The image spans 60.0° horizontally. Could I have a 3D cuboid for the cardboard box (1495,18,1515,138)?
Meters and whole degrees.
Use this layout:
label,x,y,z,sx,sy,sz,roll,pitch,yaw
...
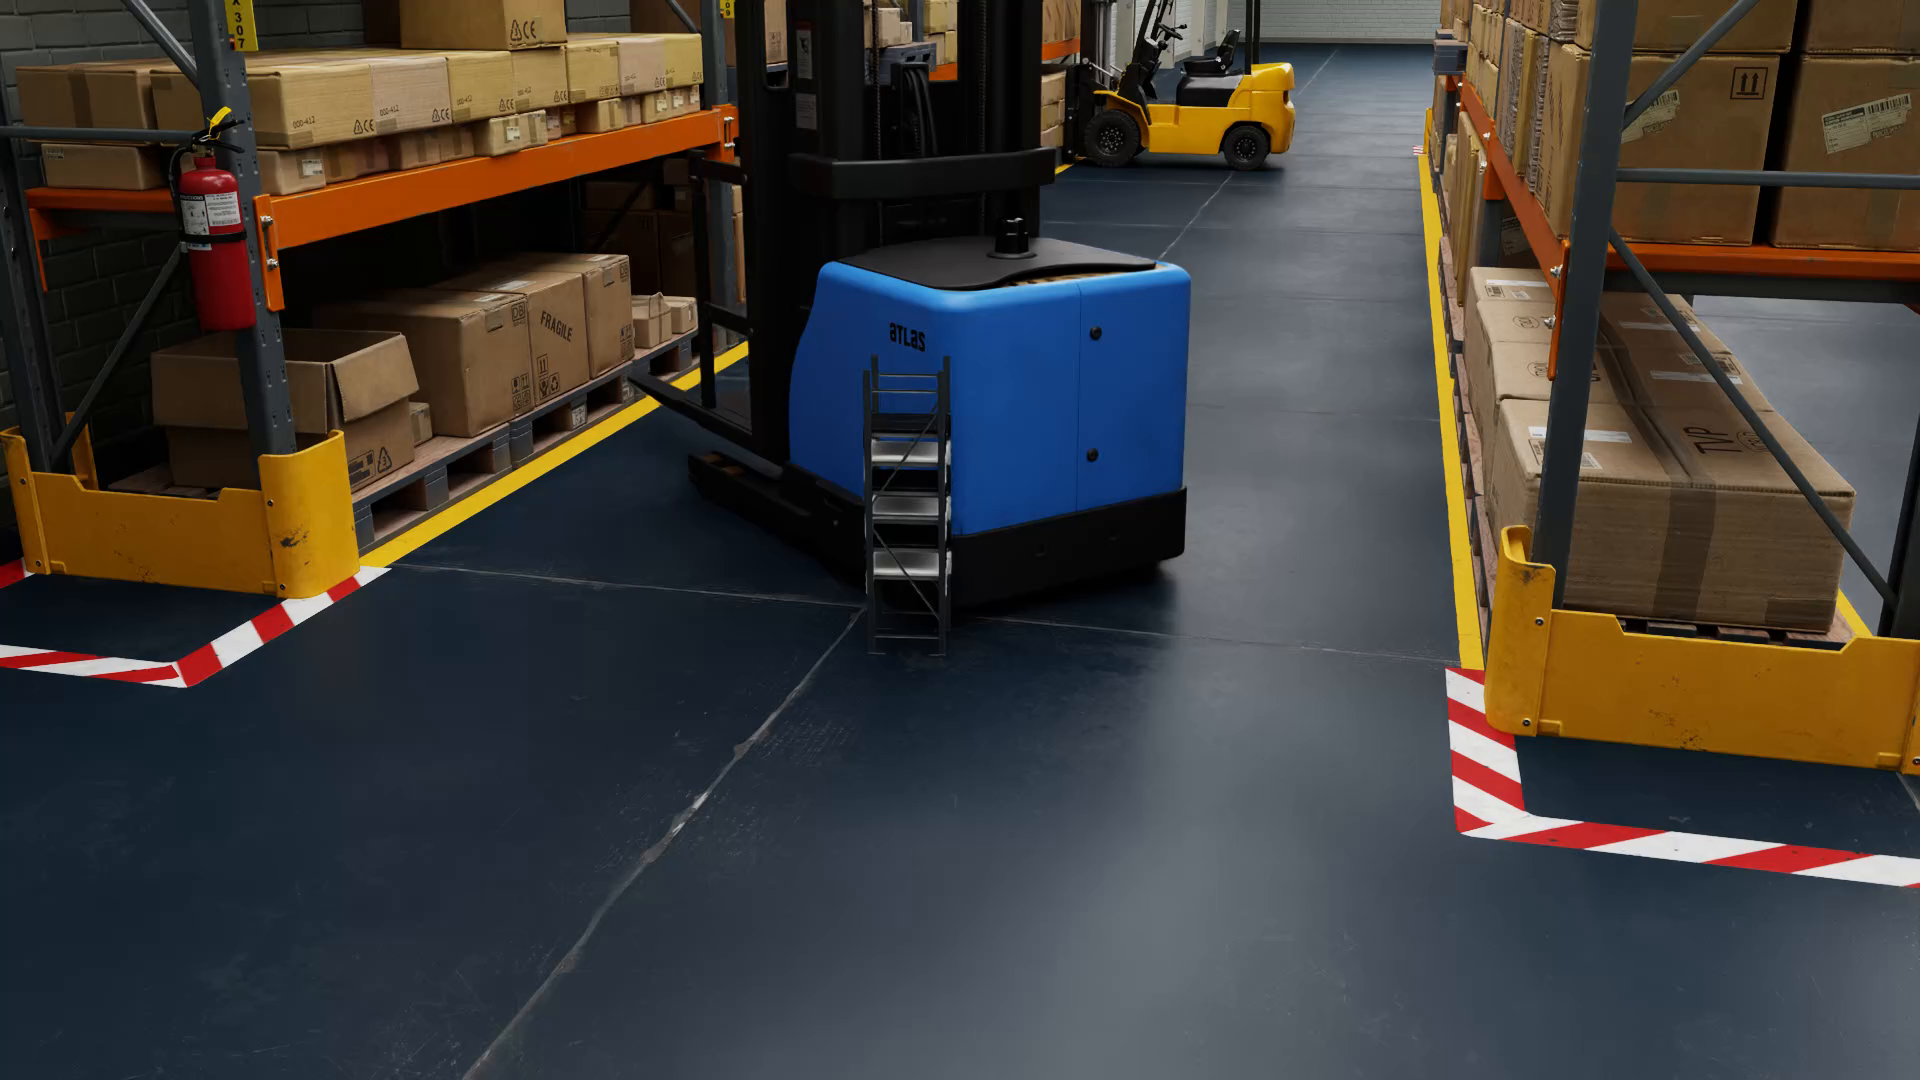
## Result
label,x,y,z,sx,sy,sz,roll,pitch,yaw
cardboard box,2.693,-2.075,7.468,0.500,0.500,0.500,5,20,15

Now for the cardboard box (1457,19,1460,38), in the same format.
label,x,y,z,sx,sy,sz,roll,pitch,yaw
cardboard box,3.974,-3.860,12.586,0.380,0.149,0.250,4,19,11

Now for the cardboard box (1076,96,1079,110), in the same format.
label,x,y,z,sx,sy,sz,roll,pitch,yaw
cardboard box,1.125,-4.943,18.851,0.500,0.250,0.500,4,19,12

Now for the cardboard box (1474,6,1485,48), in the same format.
label,x,y,z,sx,sy,sz,roll,pitch,yaw
cardboard box,3.415,-3.117,10.132,0.500,0.250,0.500,5,19,13

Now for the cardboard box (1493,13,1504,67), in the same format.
label,x,y,z,sx,sy,sz,roll,pitch,yaw
cardboard box,2.934,-2.477,8.259,0.500,0.250,0.500,5,19,13

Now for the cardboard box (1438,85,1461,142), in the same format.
label,x,y,z,sx,sy,sz,roll,pitch,yaw
cardboard box,4.901,-4.121,16.056,0.500,0.500,0.500,4,19,13

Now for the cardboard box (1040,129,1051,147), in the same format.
label,x,y,z,sx,sy,sz,roll,pitch,yaw
cardboard box,0.641,-4.076,17.084,0.500,0.250,0.500,5,19,14

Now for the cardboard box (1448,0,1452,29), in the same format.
label,x,y,z,sx,sy,sz,roll,pitch,yaw
cardboard box,5.003,-5.171,16.070,0.500,0.500,0.500,5,20,15

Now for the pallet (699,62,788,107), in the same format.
label,x,y,z,sx,sy,sz,roll,pitch,yaw
pallet,-1.451,-2.696,9.738,1.003,0.211,1.213,5,19,13

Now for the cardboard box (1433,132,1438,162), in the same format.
label,x,y,z,sx,sy,sz,roll,pitch,yaw
cardboard box,5.020,-3.934,16.668,0.500,0.250,0.500,4,19,12

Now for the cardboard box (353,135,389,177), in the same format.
label,x,y,z,sx,sy,sz,roll,pitch,yaw
cardboard box,-2.336,-1.422,6.100,0.380,0.149,0.250,4,19,13

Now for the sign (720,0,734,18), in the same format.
label,x,y,z,sx,sy,sz,roll,pitch,yaw
sign,-1.224,-2.914,8.740,0.100,0.325,0.005,5,19,13

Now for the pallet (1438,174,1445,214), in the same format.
label,x,y,z,sx,sy,sz,roll,pitch,yaw
pallet,4.827,-3.098,14.931,1.003,0.211,1.213,5,19,13

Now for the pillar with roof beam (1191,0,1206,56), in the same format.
label,x,y,z,sx,sy,sz,roll,pitch,yaw
pillar with roof beam,10.174,-16.181,39.638,9.100,9.000,0.400,5,19,13

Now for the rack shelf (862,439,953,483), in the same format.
label,x,y,z,sx,sy,sz,roll,pitch,yaw
rack shelf,-0.157,-0.241,5.047,0.258,0.077,0.200,1,19,4

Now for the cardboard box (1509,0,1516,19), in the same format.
label,x,y,z,sx,sy,sz,roll,pitch,yaw
cardboard box,2.710,-2.545,7.296,0.500,0.500,0.500,5,19,14

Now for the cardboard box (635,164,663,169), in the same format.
label,x,y,z,sx,sy,sz,roll,pitch,yaw
cardboard box,-1.795,-2.248,10.343,0.380,0.149,0.250,4,19,11

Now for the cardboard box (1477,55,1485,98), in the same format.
label,x,y,z,sx,sy,sz,roll,pitch,yaw
cardboard box,3.316,-2.722,9.749,0.500,0.250,0.500,5,19,13

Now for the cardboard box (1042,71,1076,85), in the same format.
label,x,y,z,sx,sy,sz,roll,pitch,yaw
cardboard box,1.006,-5.030,18.332,0.500,0.250,0.500,4,19,12

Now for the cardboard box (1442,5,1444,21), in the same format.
label,x,y,z,sx,sy,sz,roll,pitch,yaw
cardboard box,5.485,-5.815,17.955,0.500,0.500,0.500,5,20,15

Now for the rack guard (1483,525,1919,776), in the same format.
label,x,y,z,sx,sy,sz,roll,pitch,yaw
rack guard,2.078,0.290,4.566,1.175,0.500,0.348,5,19,13

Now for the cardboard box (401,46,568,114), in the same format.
label,x,y,z,sx,sy,sz,roll,pitch,yaw
cardboard box,-2.010,-1.961,7.061,0.500,0.250,0.500,4,19,12

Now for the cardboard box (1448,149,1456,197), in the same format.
label,x,y,z,sx,sy,sz,roll,pitch,yaw
cardboard box,4.550,-3.009,13.772,0.950,0.372,0.625,5,20,15

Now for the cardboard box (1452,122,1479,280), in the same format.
label,x,y,z,sx,sy,sz,roll,pitch,yaw
cardboard box,3.568,-2.112,10.368,0.875,0.875,0.875,5,19,14

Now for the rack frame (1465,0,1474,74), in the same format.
label,x,y,z,sx,sy,sz,roll,pitch,yaw
rack frame,4.039,-3.408,11.525,1.000,3.000,0.127,5,19,13

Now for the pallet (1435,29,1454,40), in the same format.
label,x,y,z,sx,sy,sz,roll,pitch,yaw
pallet,4.688,-4.343,14.559,1.003,0.211,1.213,5,19,13

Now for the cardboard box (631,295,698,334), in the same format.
label,x,y,z,sx,sy,sz,roll,pitch,yaw
cardboard box,-1.604,-1.197,8.812,0.380,0.149,0.250,4,19,12

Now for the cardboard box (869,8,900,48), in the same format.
label,x,y,z,sx,sy,sz,roll,pitch,yaw
cardboard box,-0.719,-3.570,11.583,0.500,0.250,0.500,4,19,11

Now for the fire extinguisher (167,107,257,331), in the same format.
label,x,y,z,sx,sy,sz,roll,pitch,yaw
fire extinguisher,-2.318,-0.996,5.159,0.296,0.674,0.183,5,19,13

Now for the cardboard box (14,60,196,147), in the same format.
label,x,y,z,sx,sy,sz,roll,pitch,yaw
cardboard box,-2.875,-1.526,5.788,0.500,0.250,0.500,5,20,15

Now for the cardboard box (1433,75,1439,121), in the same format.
label,x,y,z,sx,sy,sz,roll,pitch,yaw
cardboard box,5.400,-4.765,17.942,0.500,0.500,0.500,4,19,11

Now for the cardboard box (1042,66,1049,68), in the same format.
label,x,y,z,sx,sy,sz,roll,pitch,yaw
cardboard box,0.760,-5.385,19.369,0.500,0.250,0.500,5,19,13

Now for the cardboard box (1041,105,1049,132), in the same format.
label,x,y,z,sx,sy,sz,roll,pitch,yaw
cardboard box,0.620,-4.314,17.008,0.500,0.250,0.500,5,19,13

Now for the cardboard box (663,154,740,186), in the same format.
label,x,y,z,sx,sy,sz,roll,pitch,yaw
cardboard box,-1.466,-2.105,9.464,0.380,0.149,0.250,4,19,12

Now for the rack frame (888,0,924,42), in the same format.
label,x,y,z,sx,sy,sz,roll,pitch,yaw
rack frame,-0.775,-3.799,12.669,1.000,3.000,0.127,5,19,13

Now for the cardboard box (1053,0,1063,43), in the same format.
label,x,y,z,sx,sy,sz,roll,pitch,yaw
cardboard box,0.798,-5.542,17.617,0.500,0.500,0.500,4,19,13

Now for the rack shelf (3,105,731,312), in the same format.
label,x,y,z,sx,sy,sz,roll,pitch,yaw
rack shelf,-2.241,-1.578,7.280,1.077,0.370,4.000,5,19,13

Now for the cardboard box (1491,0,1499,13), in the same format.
label,x,y,z,sx,sy,sz,roll,pitch,yaw
cardboard box,3.047,-2.998,8.621,0.500,0.500,0.500,5,19,14

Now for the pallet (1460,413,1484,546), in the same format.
label,x,y,z,sx,sy,sz,roll,pitch,yaw
pallet,2.504,-0.219,6.502,1.003,0.211,1.213,5,19,13

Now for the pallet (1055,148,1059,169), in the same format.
label,x,y,z,sx,sy,sz,roll,pitch,yaw
pallet,0.437,-3.979,17.511,1.003,0.211,1.213,5,19,13

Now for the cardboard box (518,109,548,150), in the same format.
label,x,y,z,sx,sy,sz,roll,pitch,yaw
cardboard box,-1.976,-1.738,7.024,0.380,0.149,0.250,5,20,15

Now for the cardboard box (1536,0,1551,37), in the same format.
label,x,y,z,sx,sy,sz,roll,pitch,yaw
cardboard box,2.194,-1.912,5.443,0.500,0.500,0.500,5,19,13

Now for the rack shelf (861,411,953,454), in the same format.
label,x,y,z,sx,sy,sz,roll,pitch,yaw
rack shelf,-0.157,-0.326,5.018,0.258,0.077,0.200,1,19,4

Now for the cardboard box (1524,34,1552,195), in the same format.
label,x,y,z,sx,sy,sz,roll,pitch,yaw
cardboard box,2.199,-1.438,5.603,0.500,0.500,0.500,5,20,15

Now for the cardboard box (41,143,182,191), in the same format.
label,x,y,z,sx,sy,sz,roll,pitch,yaw
cardboard box,-2.909,-1.298,5.735,0.380,0.149,0.250,4,19,13

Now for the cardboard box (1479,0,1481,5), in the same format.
label,x,y,z,sx,sy,sz,roll,pitch,yaw
cardboard box,3.570,-3.637,10.494,0.500,0.500,0.500,5,19,14

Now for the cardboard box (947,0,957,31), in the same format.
label,x,y,z,sx,sy,sz,roll,pitch,yaw
cardboard box,-0.306,-4.241,13.423,0.500,0.250,0.500,5,20,15

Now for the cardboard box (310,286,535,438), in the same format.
label,x,y,z,sx,sy,sz,roll,pitch,yaw
cardboard box,-2.242,-0.756,6.979,0.700,0.500,0.500,5,20,16

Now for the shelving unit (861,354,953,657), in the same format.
label,x,y,z,sx,sy,sz,roll,pitch,yaw
shelving unit,-0.157,-0.102,5.094,0.258,0.900,0.210,1,19,4

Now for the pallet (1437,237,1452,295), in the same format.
label,x,y,z,sx,sy,sz,roll,pitch,yaw
pallet,3.773,-1.847,11.270,1.003,0.211,1.213,5,19,13

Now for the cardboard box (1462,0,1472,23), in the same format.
label,x,y,z,sx,sy,sz,roll,pitch,yaw
cardboard box,3.880,-3.959,11.874,0.500,0.500,0.500,4,19,12

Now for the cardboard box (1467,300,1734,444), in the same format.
label,x,y,z,sx,sy,sz,roll,pitch,yaw
cardboard box,2.586,-0.672,6.828,0.875,0.438,0.875,4,19,12

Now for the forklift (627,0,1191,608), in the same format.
label,x,y,z,sx,sy,sz,roll,pitch,yaw
forklift,-0.440,-1.591,6.310,1.130,2.935,3.031,-12,22,-31

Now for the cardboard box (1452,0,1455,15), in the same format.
label,x,y,z,sx,sy,sz,roll,pitch,yaw
cardboard box,4.368,-4.613,13.789,0.500,0.500,0.500,5,19,13

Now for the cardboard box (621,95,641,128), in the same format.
label,x,y,z,sx,sy,sz,roll,pitch,yaw
cardboard box,-1.758,-2.060,7.966,0.380,0.149,0.250,5,20,15

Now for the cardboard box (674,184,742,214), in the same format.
label,x,y,z,sx,sy,sz,roll,pitch,yaw
cardboard box,-1.407,-1.959,9.498,0.380,0.149,0.250,6,20,16
